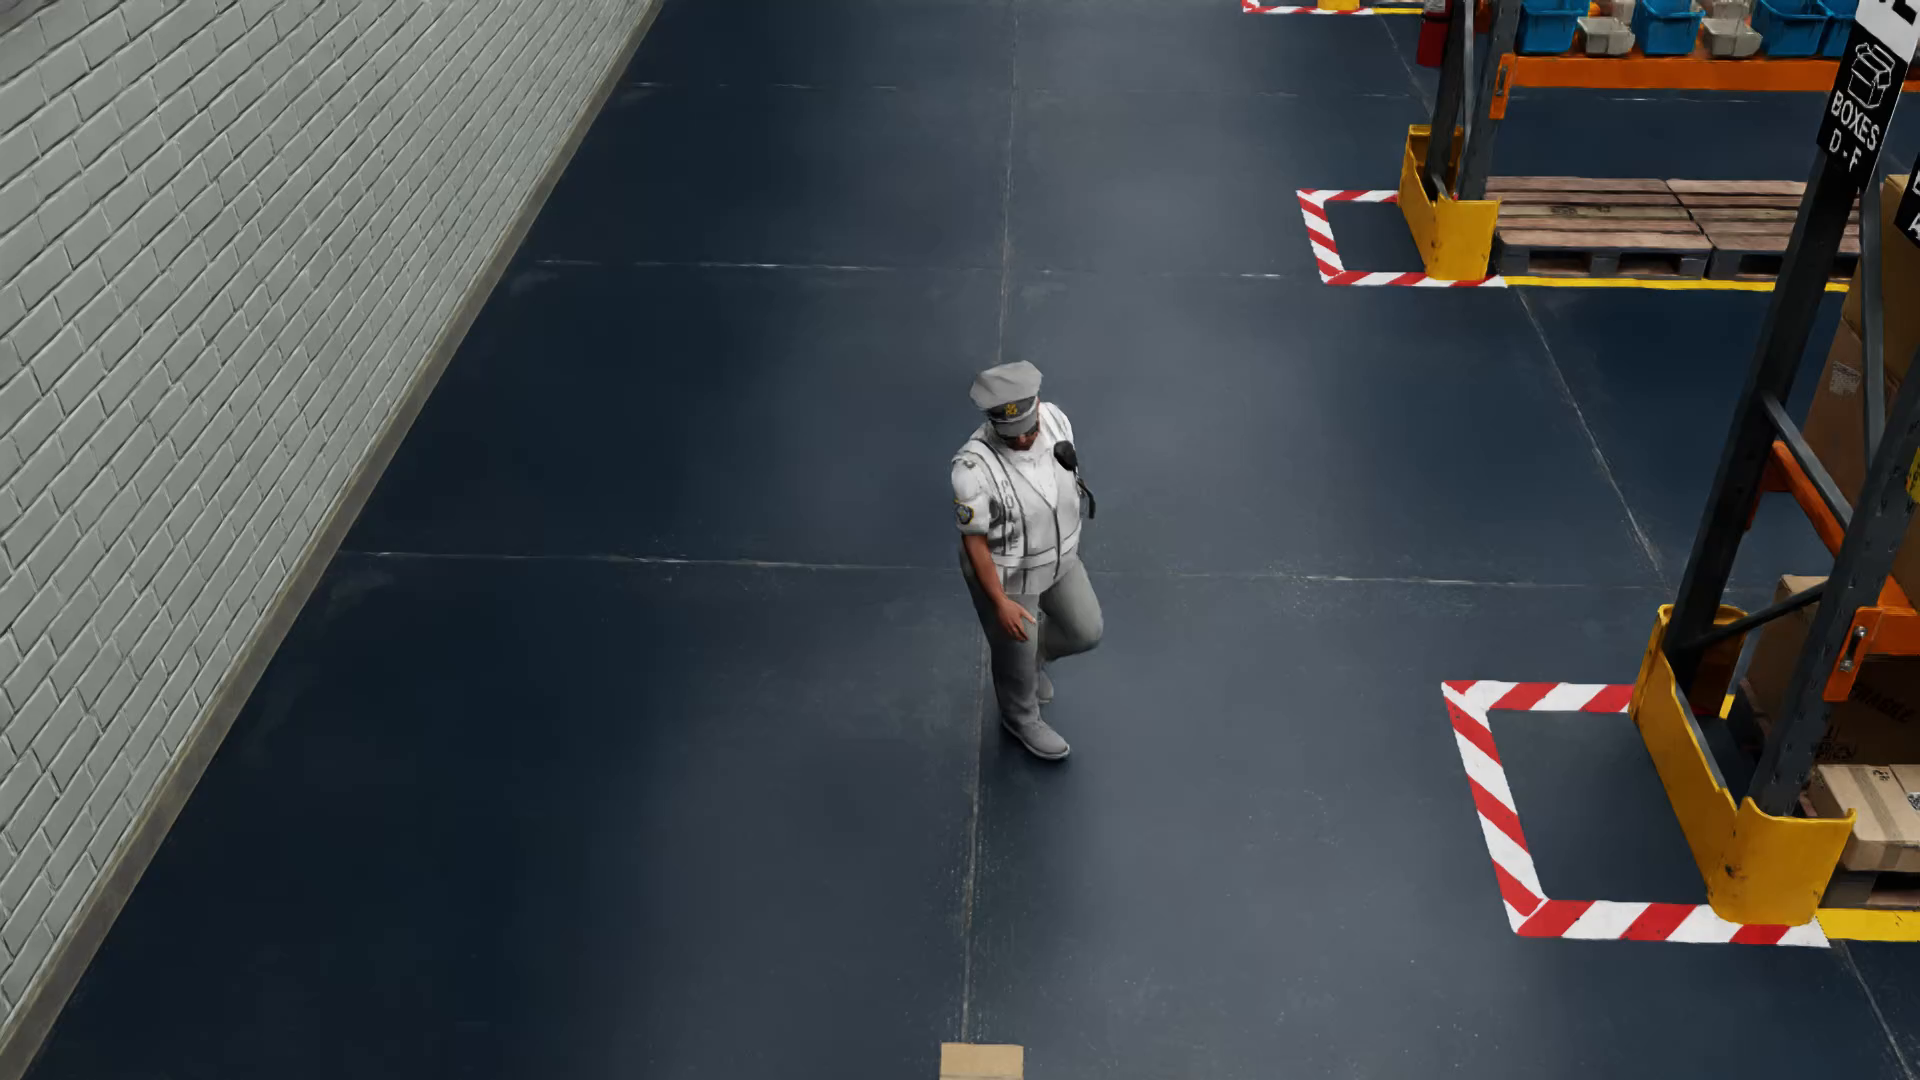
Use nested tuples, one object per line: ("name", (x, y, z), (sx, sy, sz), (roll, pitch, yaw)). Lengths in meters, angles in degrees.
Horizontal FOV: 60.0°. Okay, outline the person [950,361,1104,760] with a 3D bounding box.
("person", (0.205, 0.078, 6.035), (0.608, 1.728, 0.490), (-29, 45, -34))
